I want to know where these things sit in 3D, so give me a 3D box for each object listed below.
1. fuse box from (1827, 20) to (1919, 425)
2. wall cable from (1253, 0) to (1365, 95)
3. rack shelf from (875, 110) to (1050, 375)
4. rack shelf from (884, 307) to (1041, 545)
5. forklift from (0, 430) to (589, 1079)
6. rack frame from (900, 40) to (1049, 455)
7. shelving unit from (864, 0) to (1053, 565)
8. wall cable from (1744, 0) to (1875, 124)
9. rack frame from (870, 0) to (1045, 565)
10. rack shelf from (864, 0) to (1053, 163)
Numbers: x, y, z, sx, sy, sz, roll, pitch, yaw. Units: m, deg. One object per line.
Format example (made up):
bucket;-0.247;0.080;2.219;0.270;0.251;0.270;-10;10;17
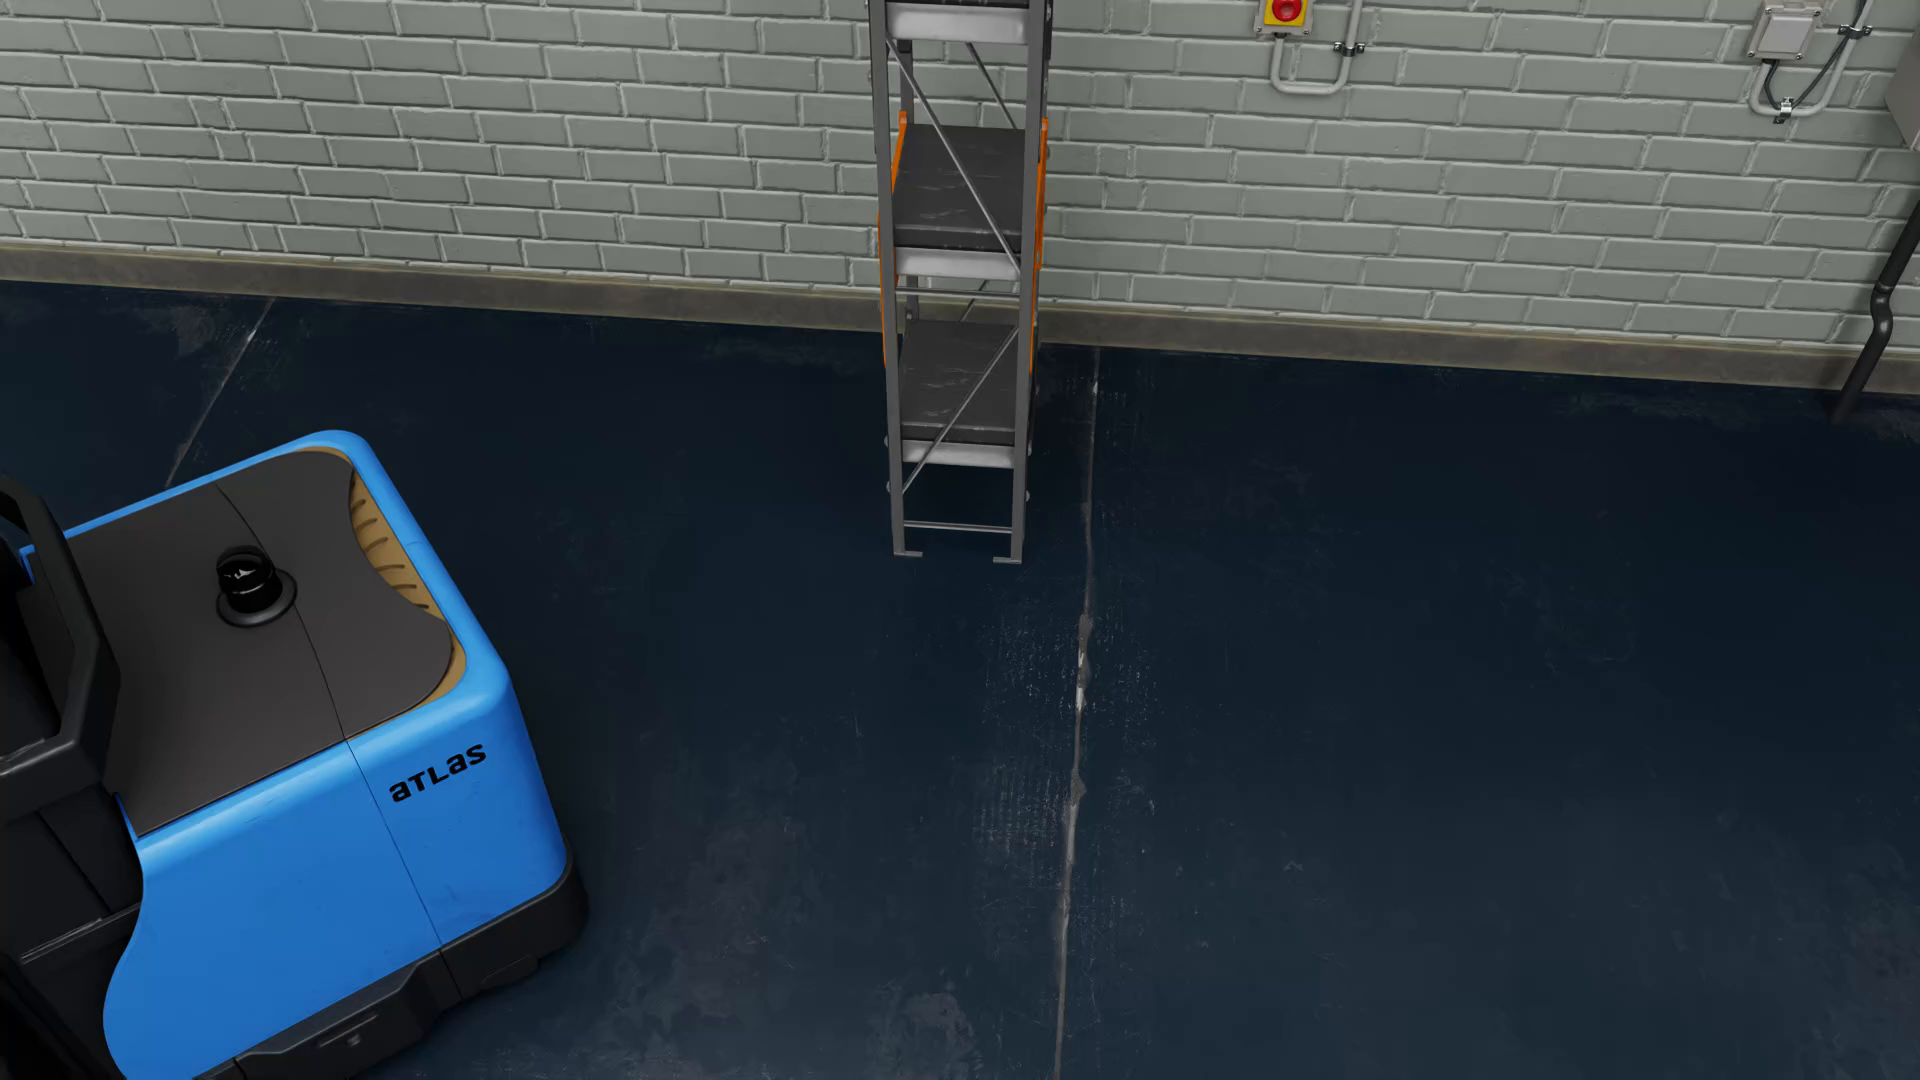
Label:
fuse box;2.988;-0.963;4.971;0.539;1.711;0.414;4;48;4
wall cable;0.909;-2.000;4.337;0.585;1.953;0.123;4;48;4
rack shelf;0.015;-0.821;4.597;0.431;0.518;0.480;4;48;4
rack shelf;0.015;-0.349;5.113;0.431;0.518;0.480;4;48;4
forklift;-2.464;0.342;2.951;3.031;2.935;1.130;-26;53;-22
rack frame;0.037;-1.010;4.750;0.400;2.100;0.015;4;48;4
shelving unit;0.015;-0.830;4.586;0.431;2.100;0.503;4;48;4
wall cable;2.322;-1.903;4.269;0.588;1.984;0.122;4;48;4
rack frame;-0.007;-0.651;4.422;0.400;2.100;0.015;4;48;4
rack shelf;0.015;-1.294;4.080;0.431;0.518;0.480;4;48;4
